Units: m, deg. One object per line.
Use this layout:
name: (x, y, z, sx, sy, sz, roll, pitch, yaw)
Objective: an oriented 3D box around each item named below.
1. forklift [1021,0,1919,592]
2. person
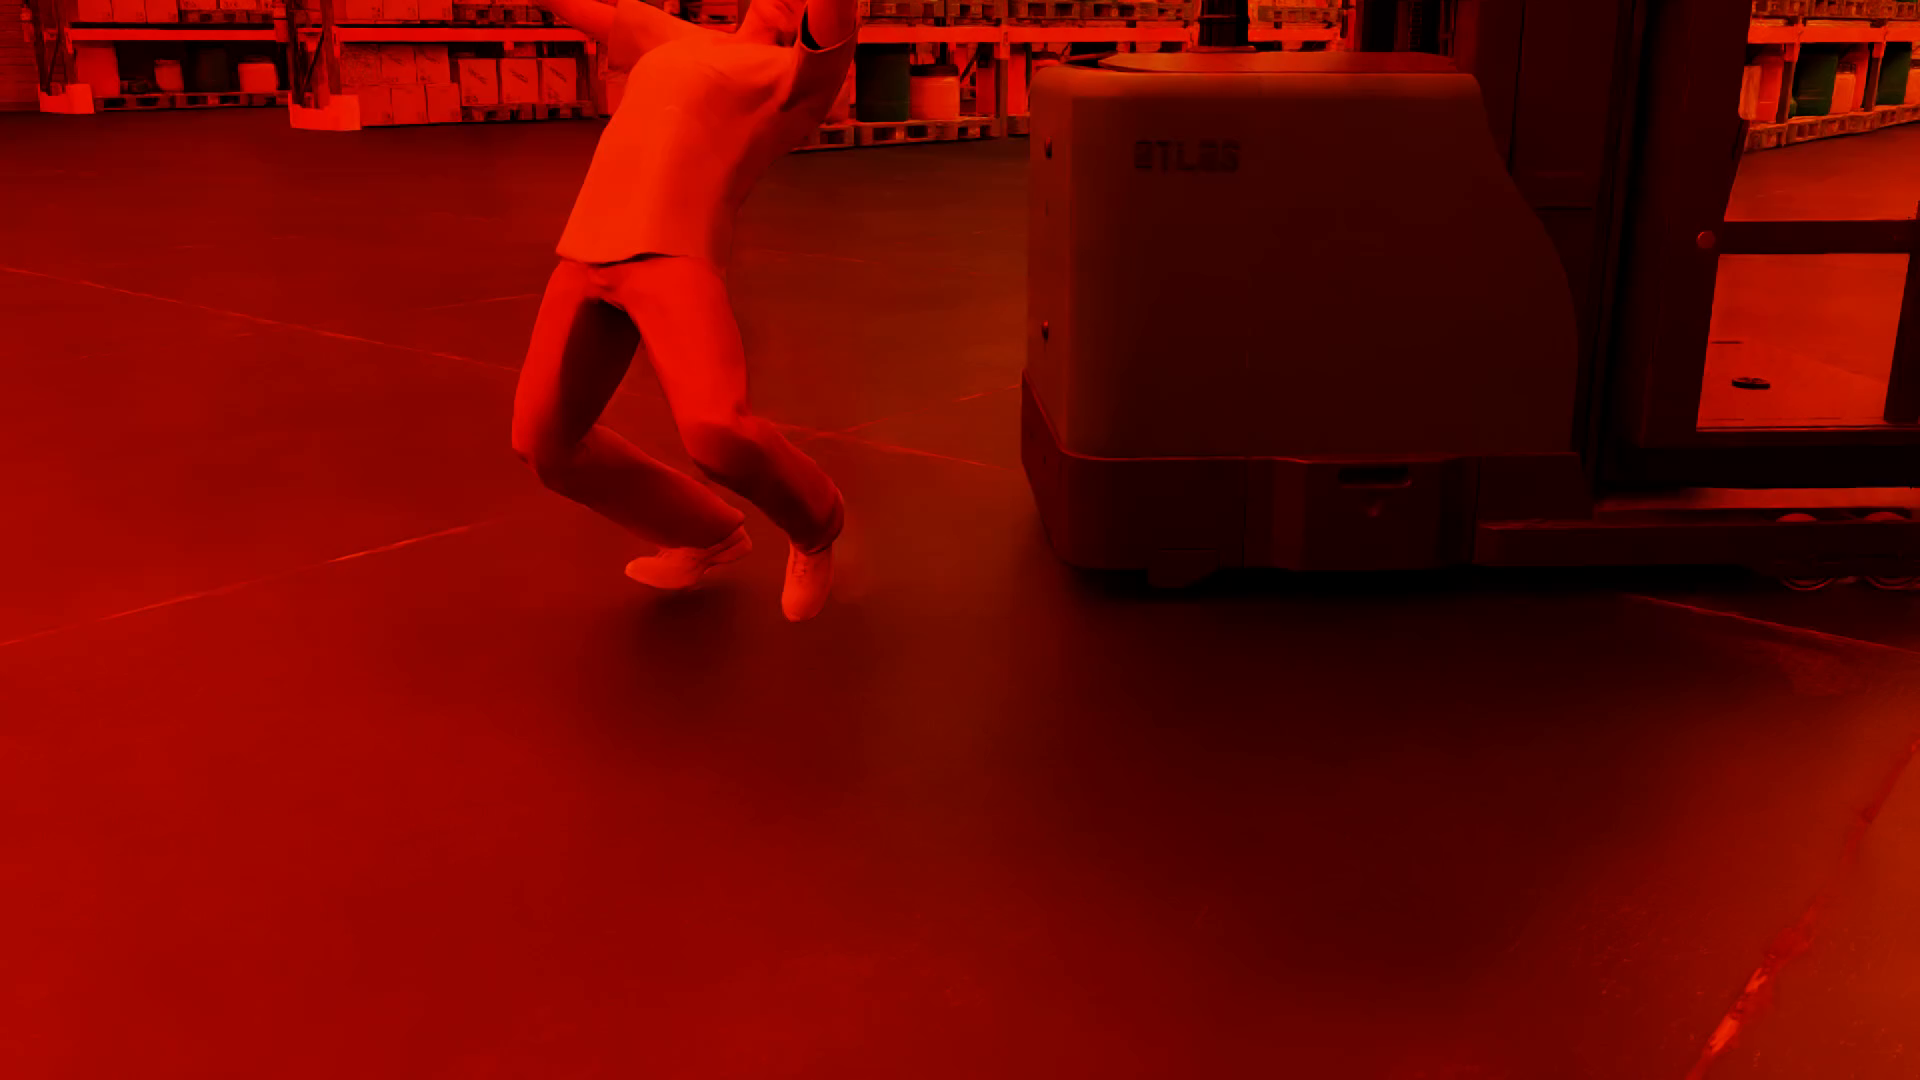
forklift: (1.698, -1.445, 3.656, 3.031, 2.935, 1.130, -1, 17, -3)
person: (-0.544, -0.628, 3.297, 0.876, 1.548, 0.691, 11, 20, 33)
